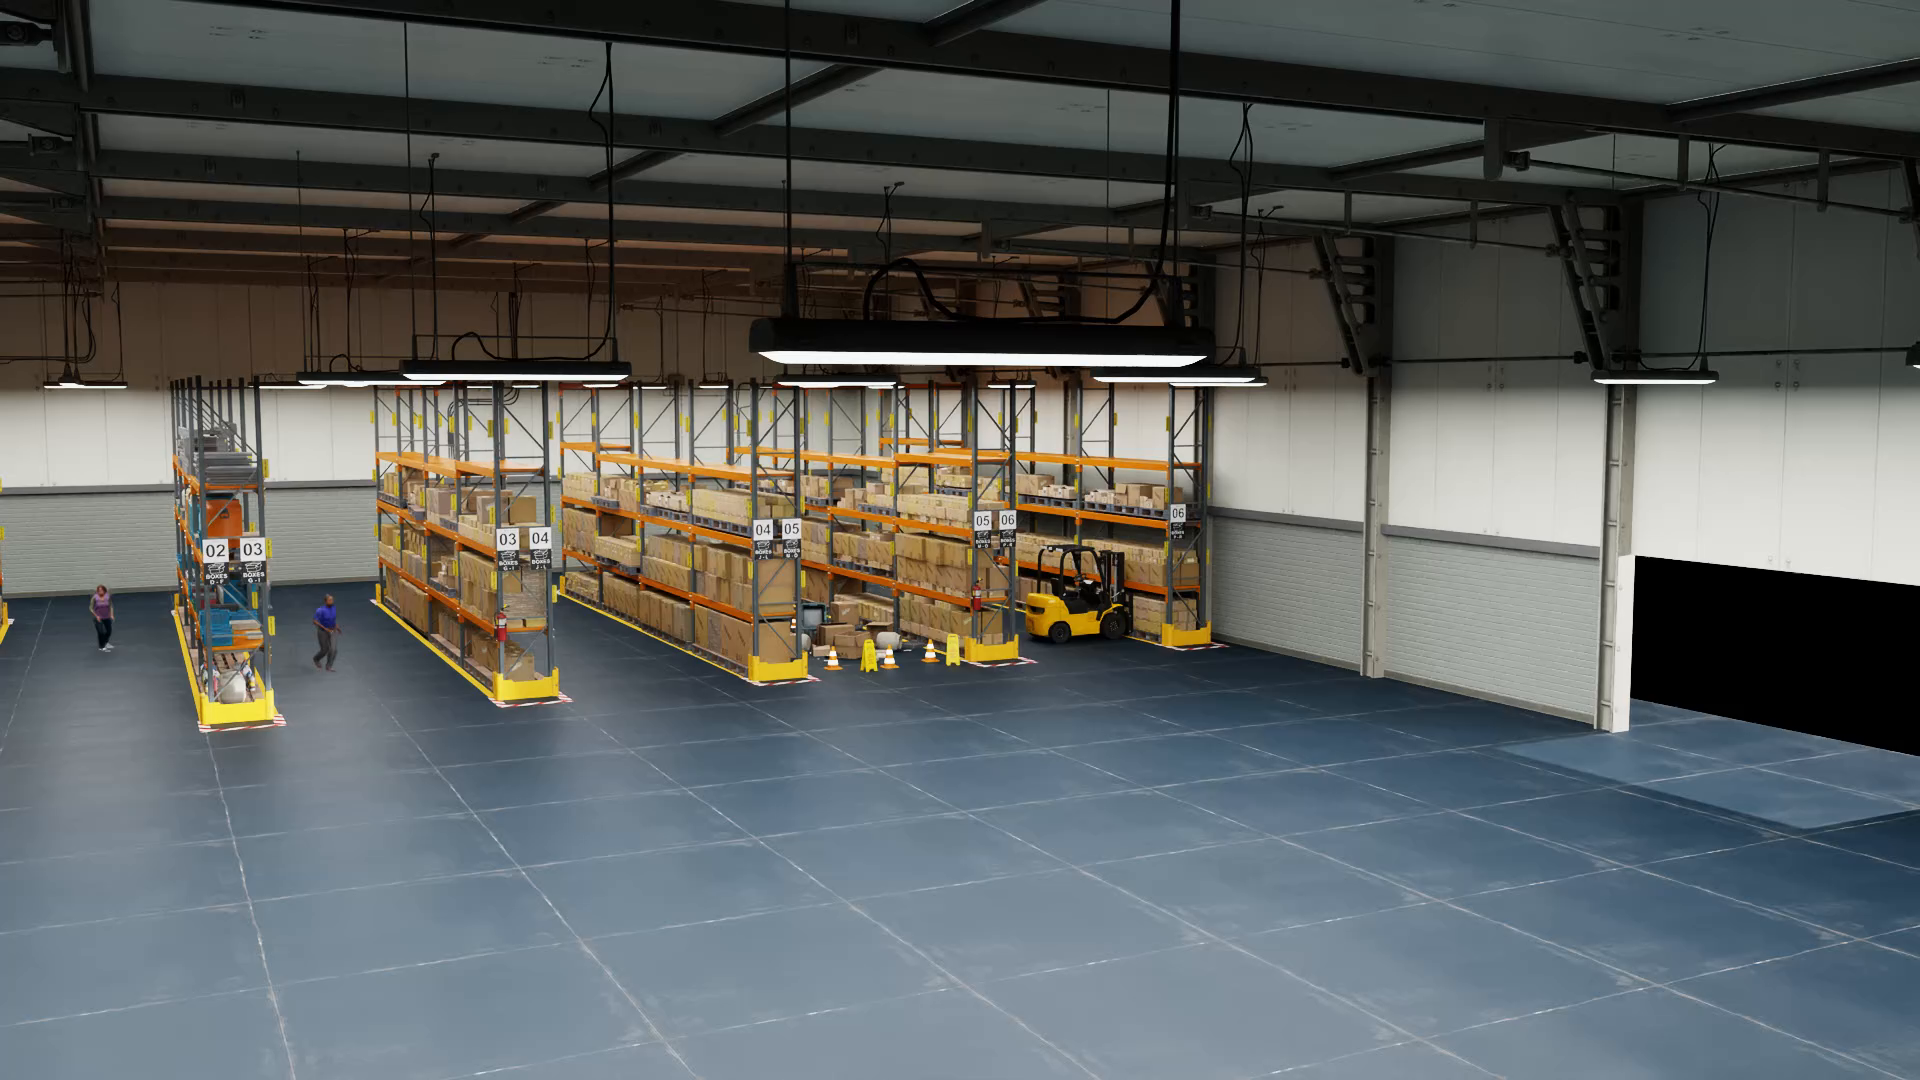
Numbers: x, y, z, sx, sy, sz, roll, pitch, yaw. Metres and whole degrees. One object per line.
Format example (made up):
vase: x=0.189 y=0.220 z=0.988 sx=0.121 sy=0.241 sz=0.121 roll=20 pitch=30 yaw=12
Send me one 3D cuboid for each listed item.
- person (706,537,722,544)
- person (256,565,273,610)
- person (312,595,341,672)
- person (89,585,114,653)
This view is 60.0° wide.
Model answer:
person: x=-7.807 y=0.202 z=53.171 sx=0.609 sy=1.618 sz=0.728 roll=3 pitch=6 yaw=28
person: x=-18.519 y=0.921 z=43.855 sx=0.767 sy=1.816 sz=0.680 roll=5 pitch=7 yaw=43
person: x=-13.012 y=1.913 z=34.096 sx=0.723 sy=1.591 sz=0.570 roll=4 pitch=7 yaw=40
person: x=-18.902 y=1.721 z=36.589 sx=0.515 sy=1.524 sz=0.700 roll=-5 pitch=7 yaw=-44
